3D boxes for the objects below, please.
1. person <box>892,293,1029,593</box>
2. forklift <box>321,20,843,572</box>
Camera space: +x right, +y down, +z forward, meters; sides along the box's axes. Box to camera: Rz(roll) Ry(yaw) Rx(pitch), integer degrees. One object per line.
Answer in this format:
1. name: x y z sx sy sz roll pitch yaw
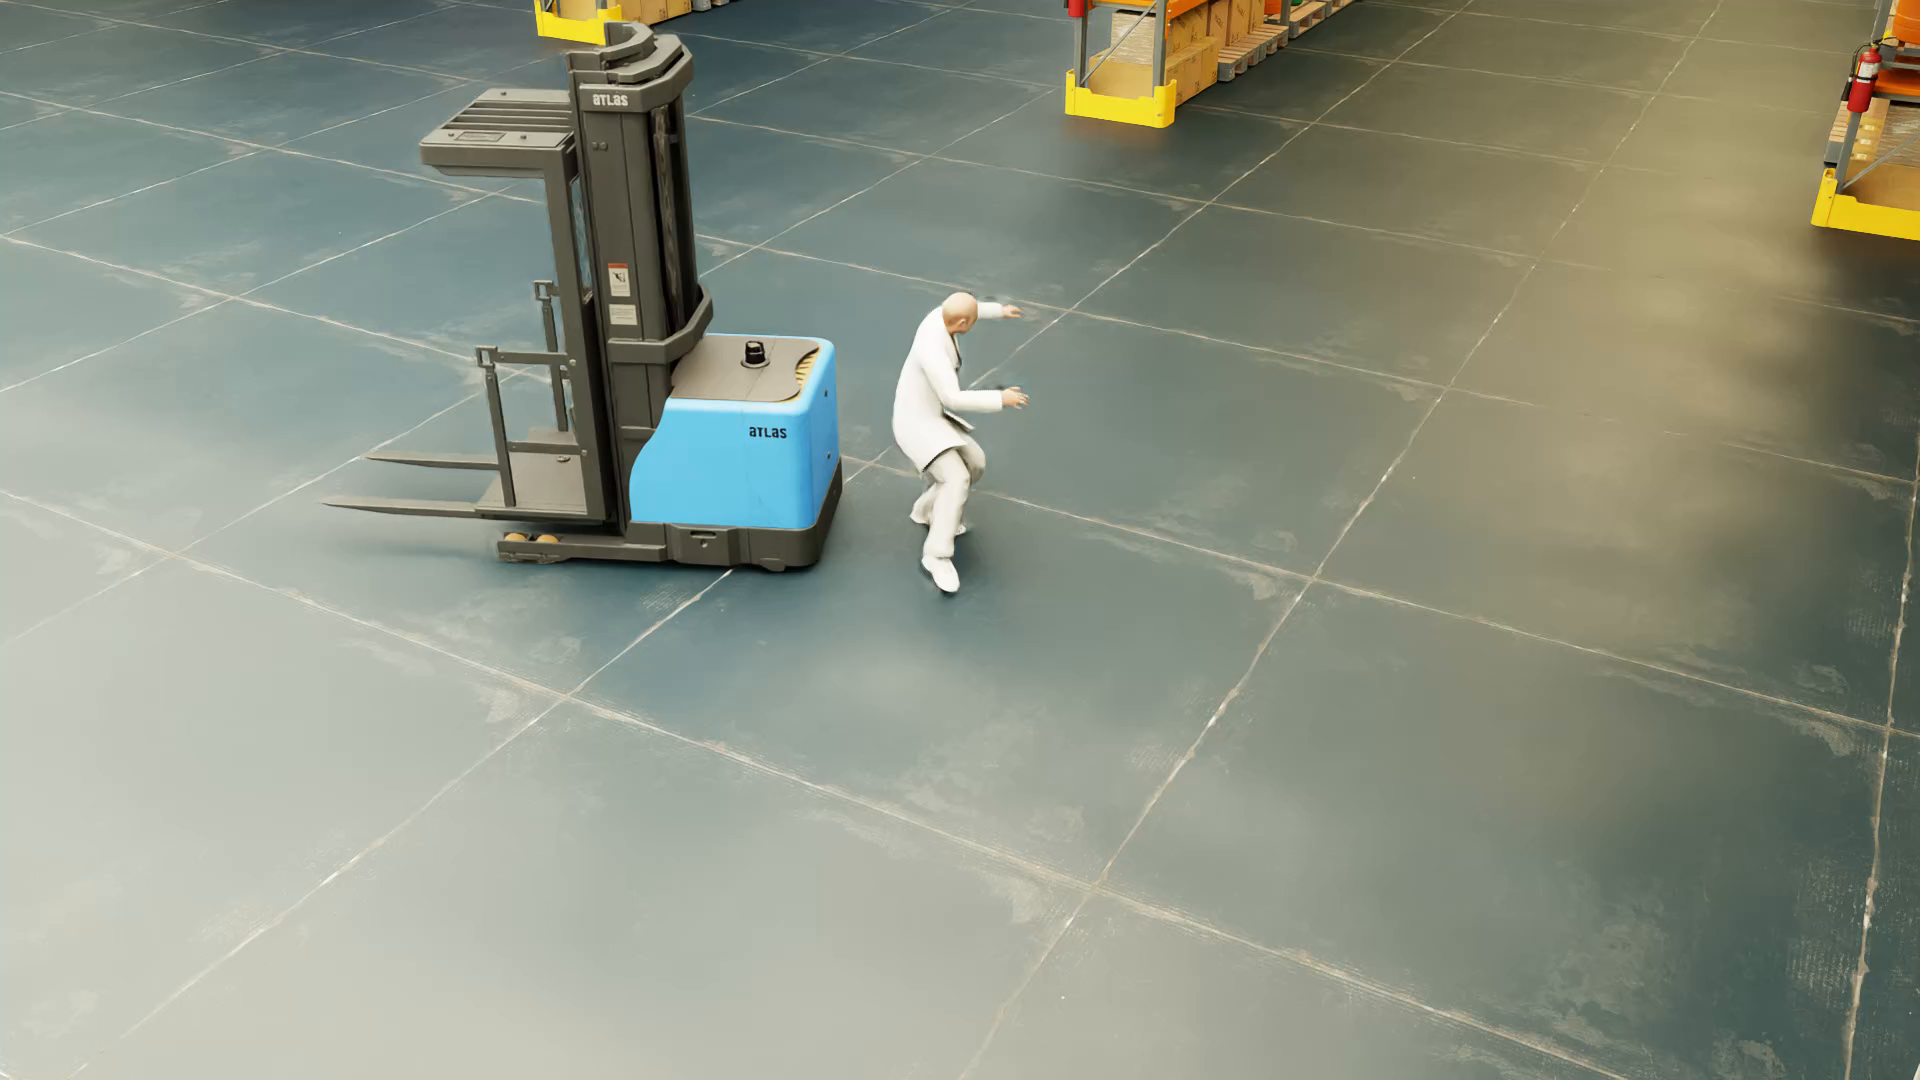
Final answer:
1. person: 0.004 -0.716 9.753 0.804 1.500 1.619 2 30 4
2. forklift: -2.285 -1.387 9.475 3.031 2.935 1.130 3 30 5
